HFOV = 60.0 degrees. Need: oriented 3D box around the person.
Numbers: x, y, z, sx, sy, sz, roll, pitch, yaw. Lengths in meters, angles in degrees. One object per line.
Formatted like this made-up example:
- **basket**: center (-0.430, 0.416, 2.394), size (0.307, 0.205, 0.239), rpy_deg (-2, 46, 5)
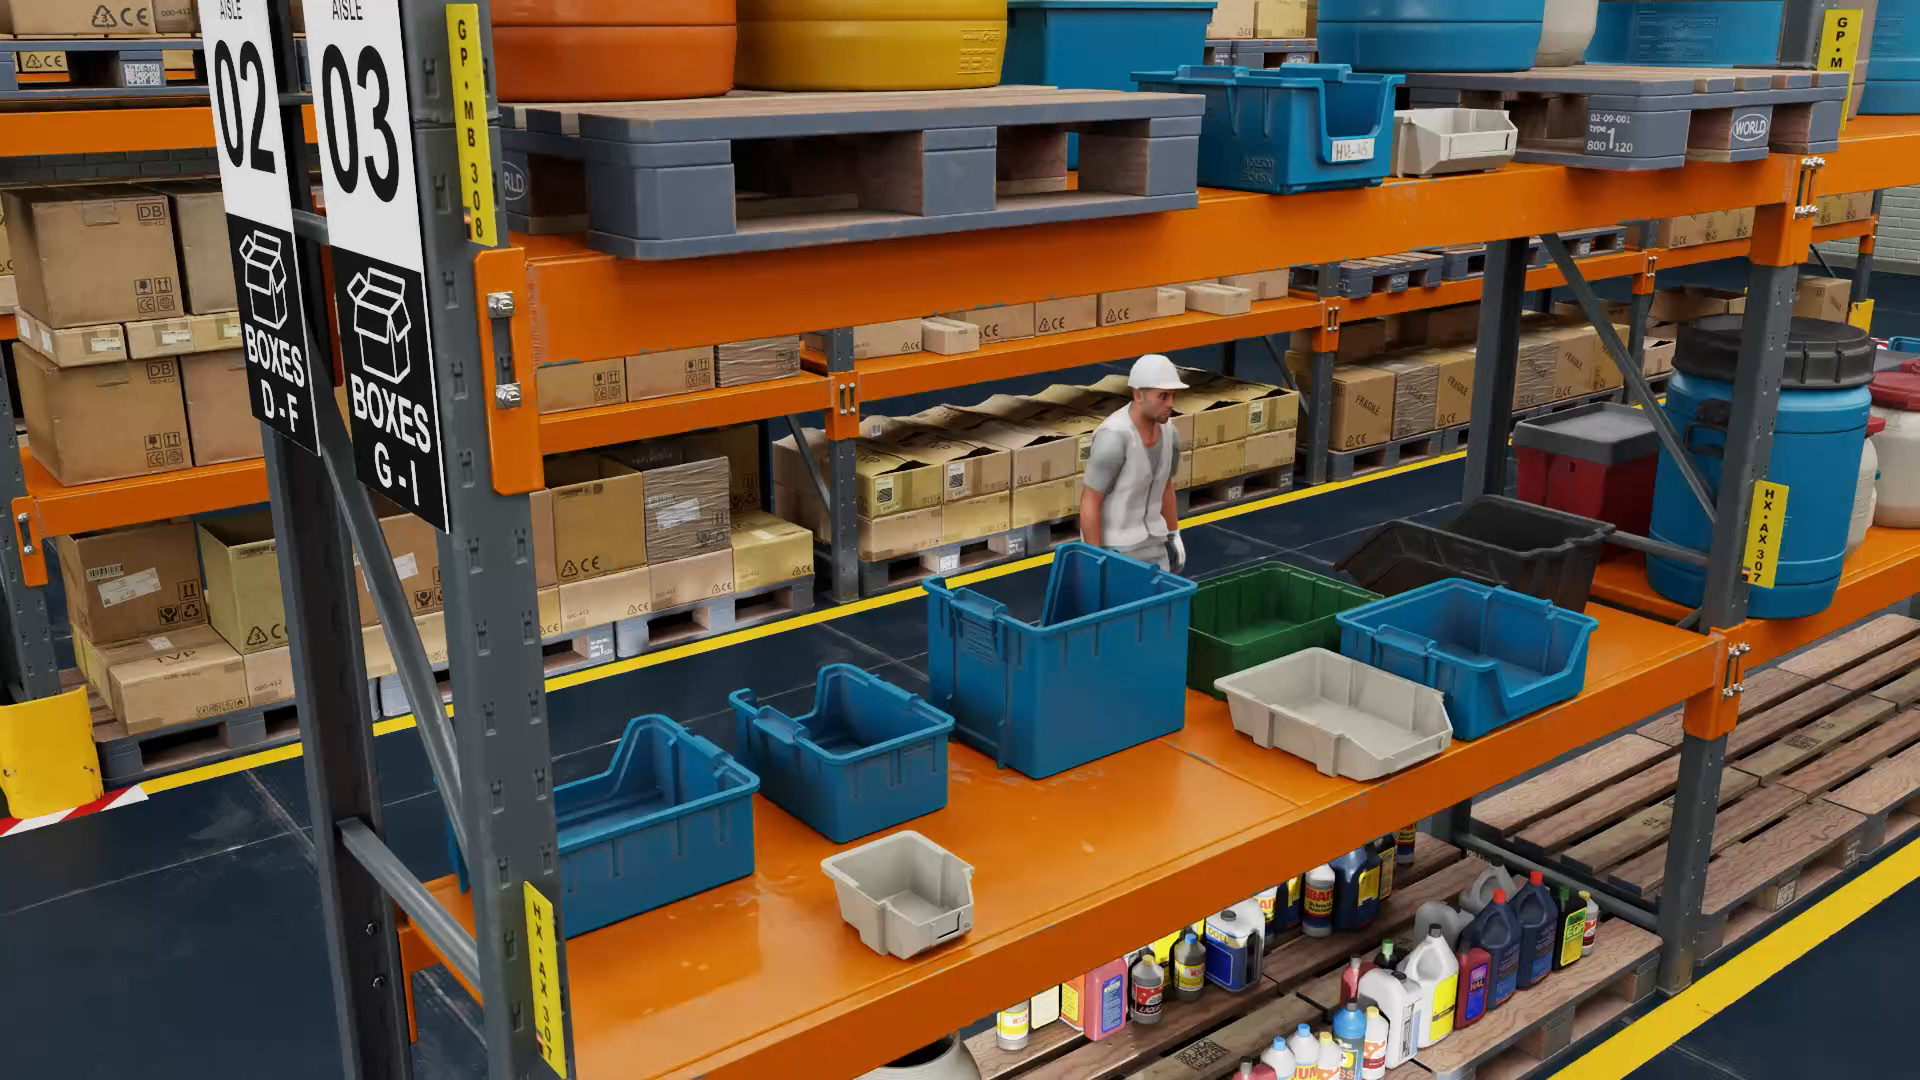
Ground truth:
- **person**: center (0.773, 0.055, 7.350), size (0.591, 1.779, 0.448), rpy_deg (-15, 23, -39)
